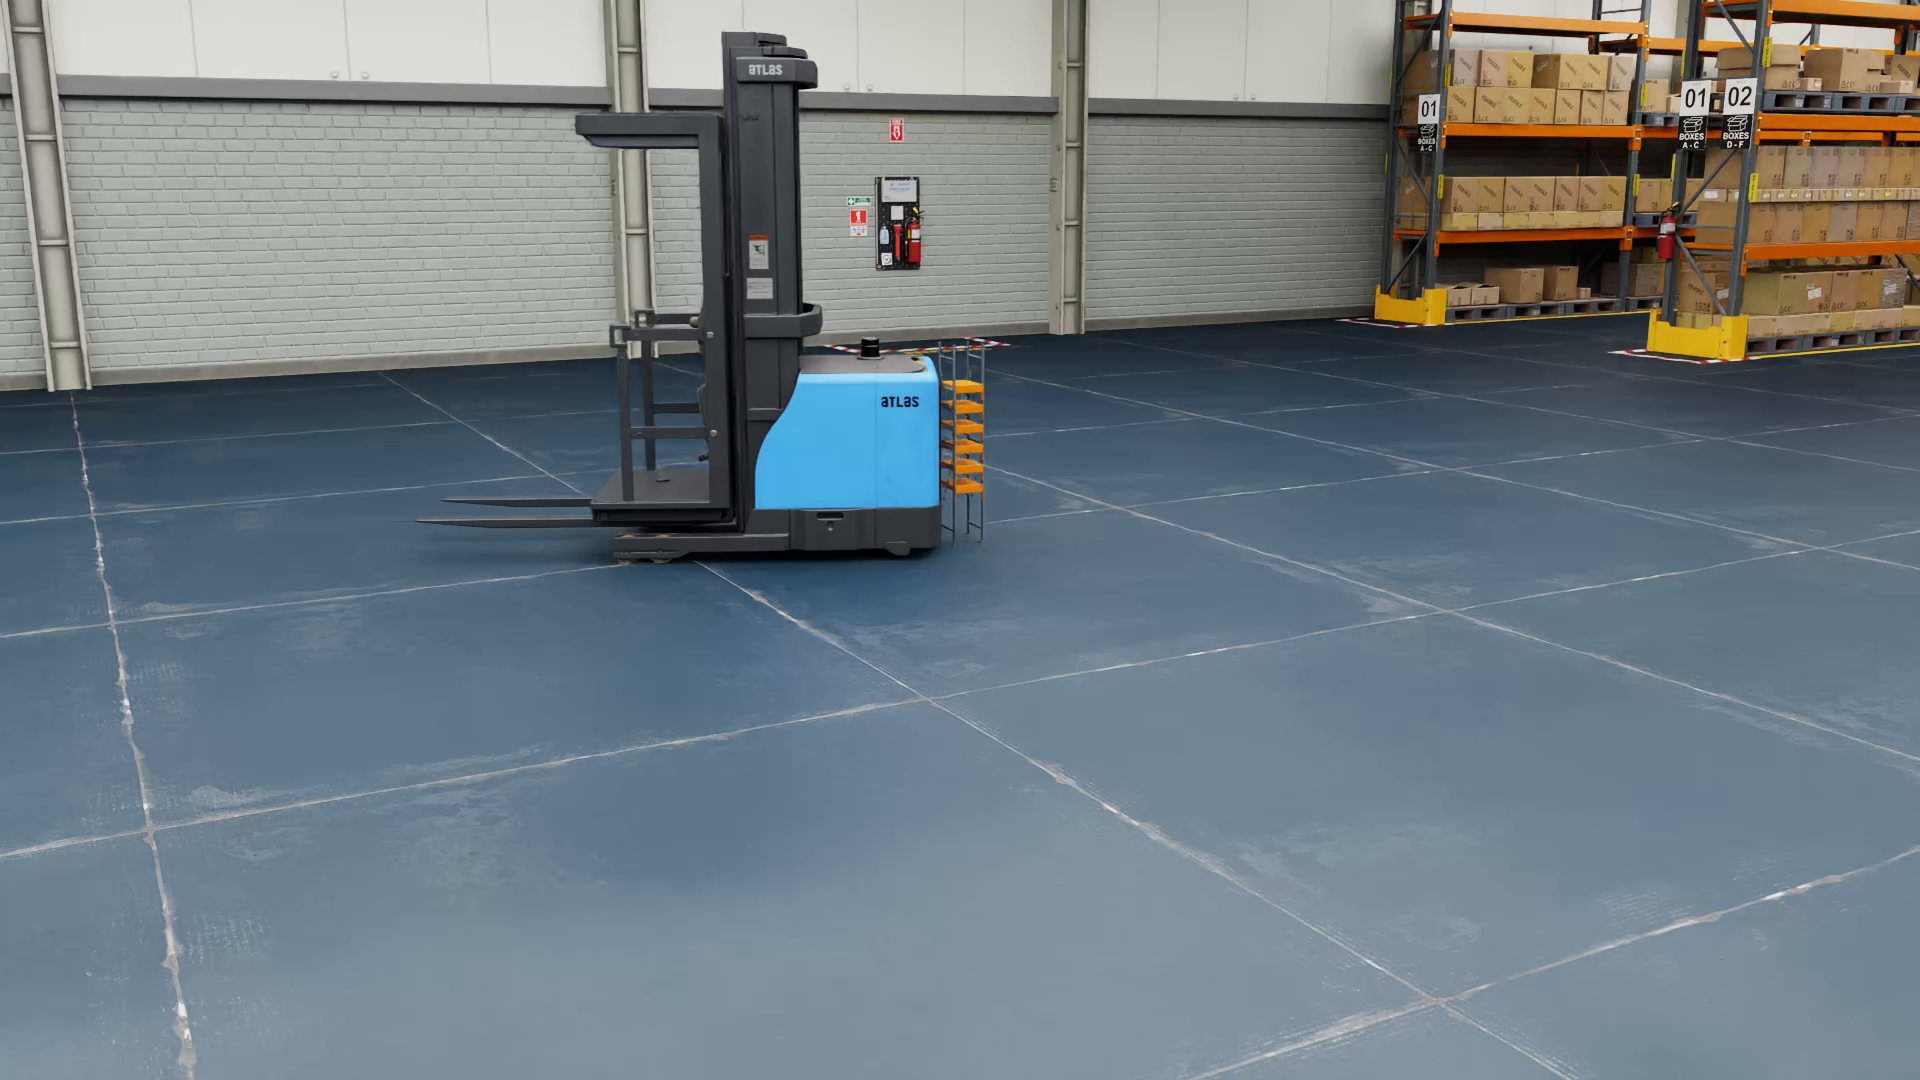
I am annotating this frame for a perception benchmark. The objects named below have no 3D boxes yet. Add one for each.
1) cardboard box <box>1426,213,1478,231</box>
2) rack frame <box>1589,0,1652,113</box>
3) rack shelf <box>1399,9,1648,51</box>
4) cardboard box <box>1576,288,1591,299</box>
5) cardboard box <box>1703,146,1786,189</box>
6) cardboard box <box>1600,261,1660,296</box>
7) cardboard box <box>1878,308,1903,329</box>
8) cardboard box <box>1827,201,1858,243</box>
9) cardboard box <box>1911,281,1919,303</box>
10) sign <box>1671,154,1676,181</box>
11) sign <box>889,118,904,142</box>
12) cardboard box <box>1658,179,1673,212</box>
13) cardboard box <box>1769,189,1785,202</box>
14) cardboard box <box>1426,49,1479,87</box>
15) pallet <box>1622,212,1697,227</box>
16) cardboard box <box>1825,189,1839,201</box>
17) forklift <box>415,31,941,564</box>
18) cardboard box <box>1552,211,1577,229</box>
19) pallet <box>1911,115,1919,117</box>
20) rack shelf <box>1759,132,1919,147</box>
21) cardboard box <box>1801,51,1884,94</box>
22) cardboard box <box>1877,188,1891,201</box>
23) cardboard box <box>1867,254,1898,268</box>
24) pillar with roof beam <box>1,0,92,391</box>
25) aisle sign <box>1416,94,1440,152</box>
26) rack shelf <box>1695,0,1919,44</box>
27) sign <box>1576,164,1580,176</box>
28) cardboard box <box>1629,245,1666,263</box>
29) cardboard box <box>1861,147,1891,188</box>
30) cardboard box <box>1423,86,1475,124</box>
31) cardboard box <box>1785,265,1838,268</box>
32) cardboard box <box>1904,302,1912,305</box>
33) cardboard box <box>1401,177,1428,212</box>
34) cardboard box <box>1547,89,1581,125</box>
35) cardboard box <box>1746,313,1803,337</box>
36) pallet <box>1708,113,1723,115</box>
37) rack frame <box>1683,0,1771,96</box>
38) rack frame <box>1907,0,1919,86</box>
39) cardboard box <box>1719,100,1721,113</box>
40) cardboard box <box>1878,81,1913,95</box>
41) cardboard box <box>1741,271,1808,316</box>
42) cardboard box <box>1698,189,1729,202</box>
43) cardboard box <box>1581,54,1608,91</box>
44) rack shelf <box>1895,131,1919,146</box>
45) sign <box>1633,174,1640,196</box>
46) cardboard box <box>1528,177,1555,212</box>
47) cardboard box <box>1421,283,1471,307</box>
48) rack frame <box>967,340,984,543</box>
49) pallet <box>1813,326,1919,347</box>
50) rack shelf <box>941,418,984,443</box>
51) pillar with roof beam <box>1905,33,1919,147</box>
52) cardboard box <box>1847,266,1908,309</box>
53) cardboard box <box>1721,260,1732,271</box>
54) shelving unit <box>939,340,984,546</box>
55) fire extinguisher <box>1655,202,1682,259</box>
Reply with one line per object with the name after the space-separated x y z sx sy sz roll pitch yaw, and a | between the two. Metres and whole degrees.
7.091 -4.590 23.969 0.500 0.250 0.500 -7 15 -29 | cardboard box
10.021 -8.011 25.209 0.127 3.000 1.000 -7 14 -28 | rack frame
8.266 -7.448 24.354 4.000 0.370 1.077 -7 14 -28 | rack shelf
9.566 -3.854 25.855 0.250 0.166 0.380 -9 16 -35 | cardboard box
9.350 -4.443 19.837 0.500 0.500 0.700 -7 14 -28 | cardboard box
10.659 -4.160 26.452 0.500 0.500 0.700 -6 14 -26 | cardboard box
11.652 -2.852 21.254 0.500 0.250 0.500 -7 14 -28 | cardboard box
10.661 -3.968 20.680 0.500 0.500 0.700 -6 14 -26 | cardboard box
12.880 -3.262 21.802 0.500 0.311 0.500 -7 14 -28 | cardboard box
8.639 -4.495 20.076 0.005 0.325 0.100 -7 14 -28 | sign
-0.798 -5.169 20.966 0.199 0.298 0.001 -7 14 -28 | sign
10.978 -5.452 26.273 0.500 0.500 0.700 -5 14 -22 | cardboard box
9.565 -4.102 19.801 0.250 0.149 0.380 -7 15 -29 | cardboard box
6.965 -6.667 23.518 0.500 0.500 0.500 -8 15 -32 | cardboard box
10.762 -5.043 26.122 1.213 0.211 1.003 -7 14 -28 | pallet
10.464 -4.210 20.279 0.250 0.149 0.380 -7 14 -29 | cardboard box
-1.645 -1.412 9.707 3.031 2.935 1.130 -1 13 -3 | forklift
8.875 -4.806 24.927 0.500 0.250 0.500 -7 14 -28 | cardboard box
13.166 -5.595 21.743 1.217 0.209 0.805 -8 15 -30 | pallet
15.288 -6.828 28.422 4.000 0.370 1.077 -7 14 -28 | rack shelf
10.892 -5.768 20.564 0.637 0.503 0.797 -5 14 -22 | cardboard box
11.368 -4.318 20.761 0.250 0.149 0.380 -7 14 -28 | cardboard box
15.756 -4.894 28.964 0.750 0.750 0.750 -6 14 -26 | cardboard box
-7.026 -5.107 12.307 0.400 9.000 9.100 -7 14 -28 | pillar with roof beam
6.591 -5.866 23.422 0.004 0.787 0.394 -7 14 -28 | aisle sign
10.643 -6.300 20.157 4.000 0.370 1.077 -7 14 -28 | rack shelf
9.752 -5.755 26.214 0.005 0.325 0.100 -7 14 -28 | sign
11.044 -4.573 26.579 0.500 0.250 0.500 -7 15 -29 | cardboard box
11.129 -4.658 20.791 0.500 0.500 0.700 -7 14 -28 | cardboard box
6.924 -6.172 23.598 0.500 0.500 0.500 -6 14 -26 | cardboard box
10.963 -3.265 21.385 0.500 0.500 0.500 -7 14 -28 | cardboard box
12.623 -3.093 22.326 0.500 0.250 0.500 -7 14 -28 | cardboard box
6.822 -5.056 24.332 0.500 0.500 0.500 -7 14 -28 | cardboard box
8.778 -6.389 24.561 0.500 0.500 0.500 -7 15 -30 | cardboard box
9.902 -2.639 20.311 0.500 0.250 0.500 -7 14 -28 | cardboard box
11.523 -6.610 26.244 1.003 0.211 1.213 -7 14 -28 | pallet
8.887 -6.636 19.099 0.127 3.000 1.000 -7 14 -28 | rack frame
17.043 -8.852 28.949 0.127 3.000 1.000 -7 14 -28 | rack frame
12.350 -6.910 26.868 0.637 0.503 0.797 -5 14 -20 | cardboard box
11.470 -5.564 20.467 0.250 0.149 0.380 -7 14 -28 | cardboard box
9.902 -3.005 20.227 0.500 0.500 0.500 -7 14 -28 | cardboard box
9.131 -4.151 20.018 0.250 0.149 0.380 -7 15 -29 | cardboard box
9.233 -6.929 24.683 0.500 0.500 0.500 -6 14 -25 | cardboard box
14.154 -5.453 22.312 4.000 0.370 1.077 -7 14 -28 | rack shelf
10.288 -5.403 25.312 0.005 0.325 0.100 -7 14 -28 | sign
8.416 -5.118 24.606 0.500 0.500 0.500 -6 14 -26 | cardboard box
7.161 -3.622 24.491 0.500 0.311 0.500 -9 15 -34 | cardboard box
0.092 -0.591 10.003 0.006 1.200 0.240 -5 14 -22 | rack frame
11.680 -2.694 21.598 1.213 0.211 1.003 -7 14 -28 | pallet
0.007 -0.657 9.951 0.180 0.103 0.258 -5 14 -22 | rack shelf
19.306 -8.263 26.330 0.400 9.000 9.100 -7 14 -28 | pillar with roof beam
11.651 -3.218 21.174 0.500 0.500 0.500 -7 14 -28 | cardboard box
12.417 -4.382 27.442 0.500 0.500 0.700 -7 14 -28 | cardboard box
0.007 -0.583 9.968 0.189 1.200 0.258 -5 14 -22 | shelving unit
8.561 -3.748 20.109 0.183 0.674 0.296 -7 14 -28 | fire extinguisher
